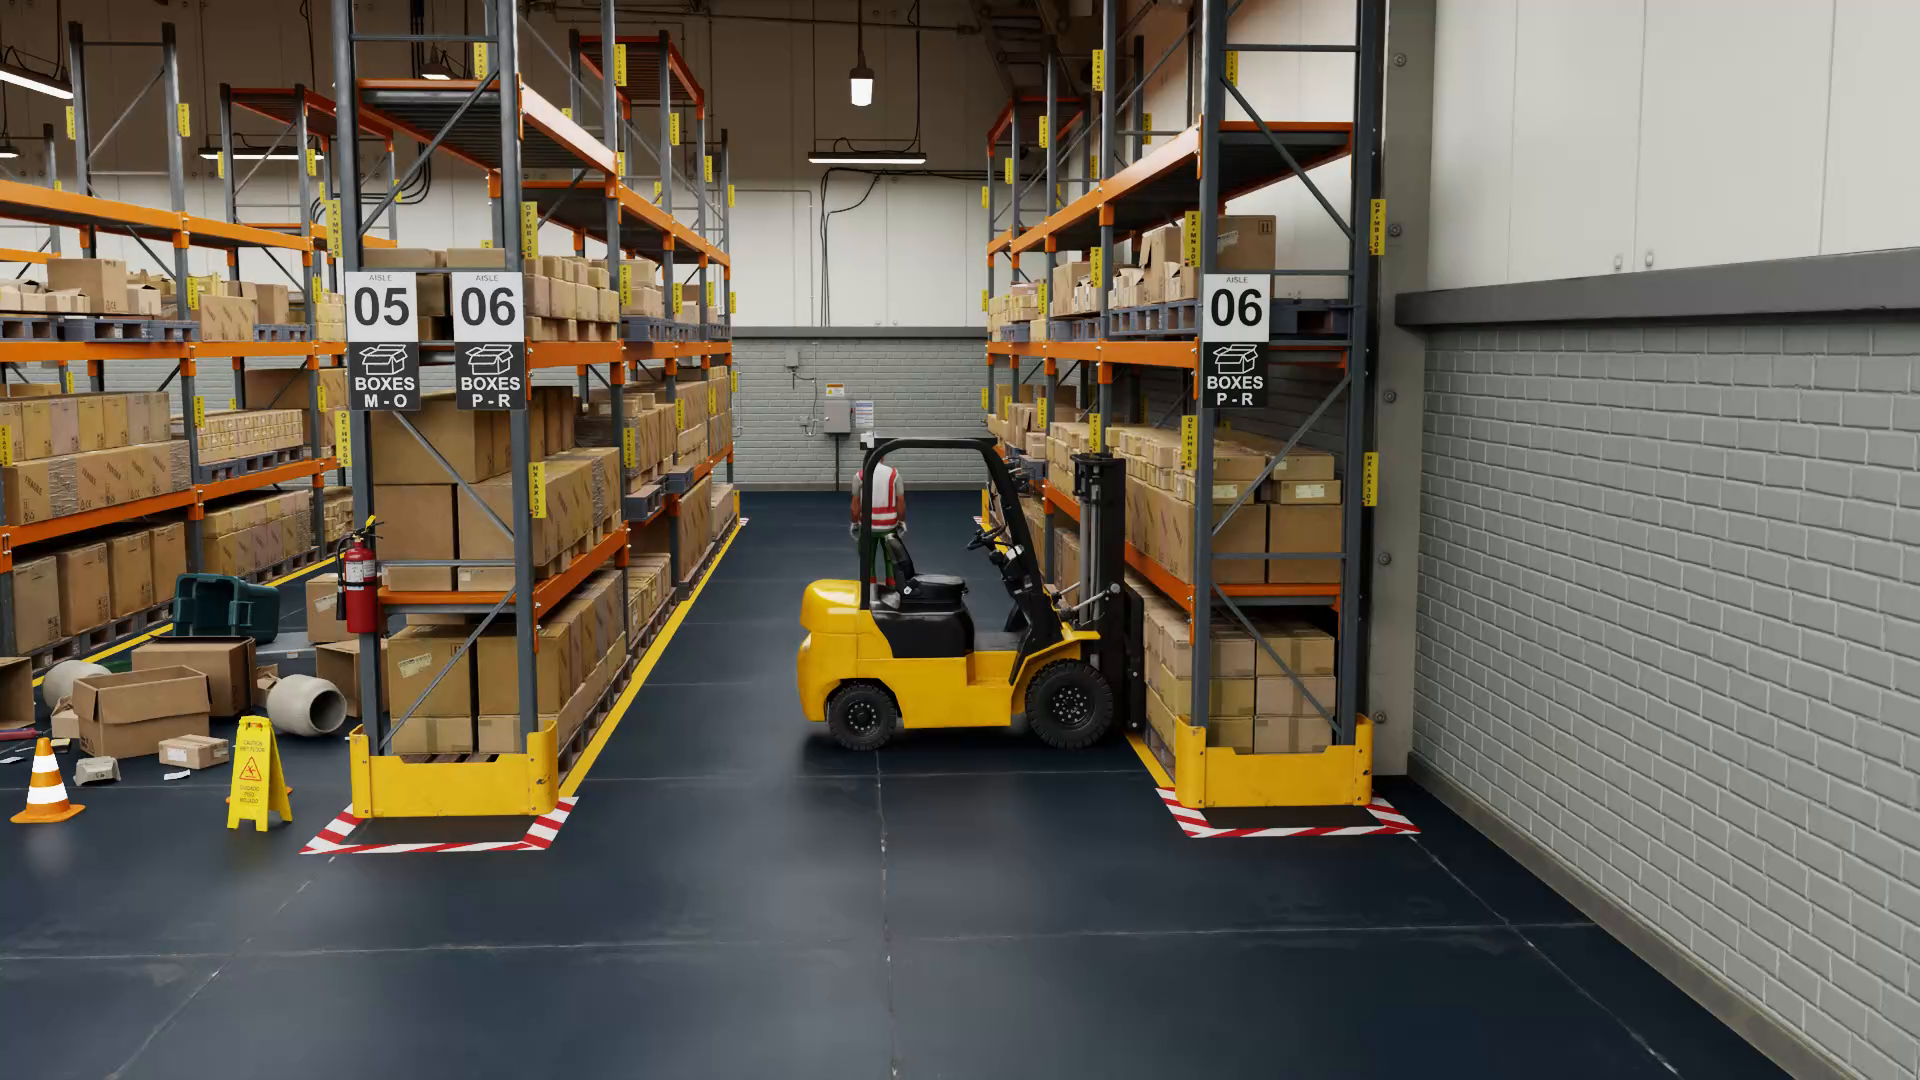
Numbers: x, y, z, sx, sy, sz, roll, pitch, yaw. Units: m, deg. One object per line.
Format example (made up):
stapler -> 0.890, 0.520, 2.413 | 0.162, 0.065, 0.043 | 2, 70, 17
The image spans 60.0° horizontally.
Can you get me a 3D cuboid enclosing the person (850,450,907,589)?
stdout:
person -> -0.851, -0.140, 17.359 | 0.595, 1.778, 0.449 | -1, 7, -6
